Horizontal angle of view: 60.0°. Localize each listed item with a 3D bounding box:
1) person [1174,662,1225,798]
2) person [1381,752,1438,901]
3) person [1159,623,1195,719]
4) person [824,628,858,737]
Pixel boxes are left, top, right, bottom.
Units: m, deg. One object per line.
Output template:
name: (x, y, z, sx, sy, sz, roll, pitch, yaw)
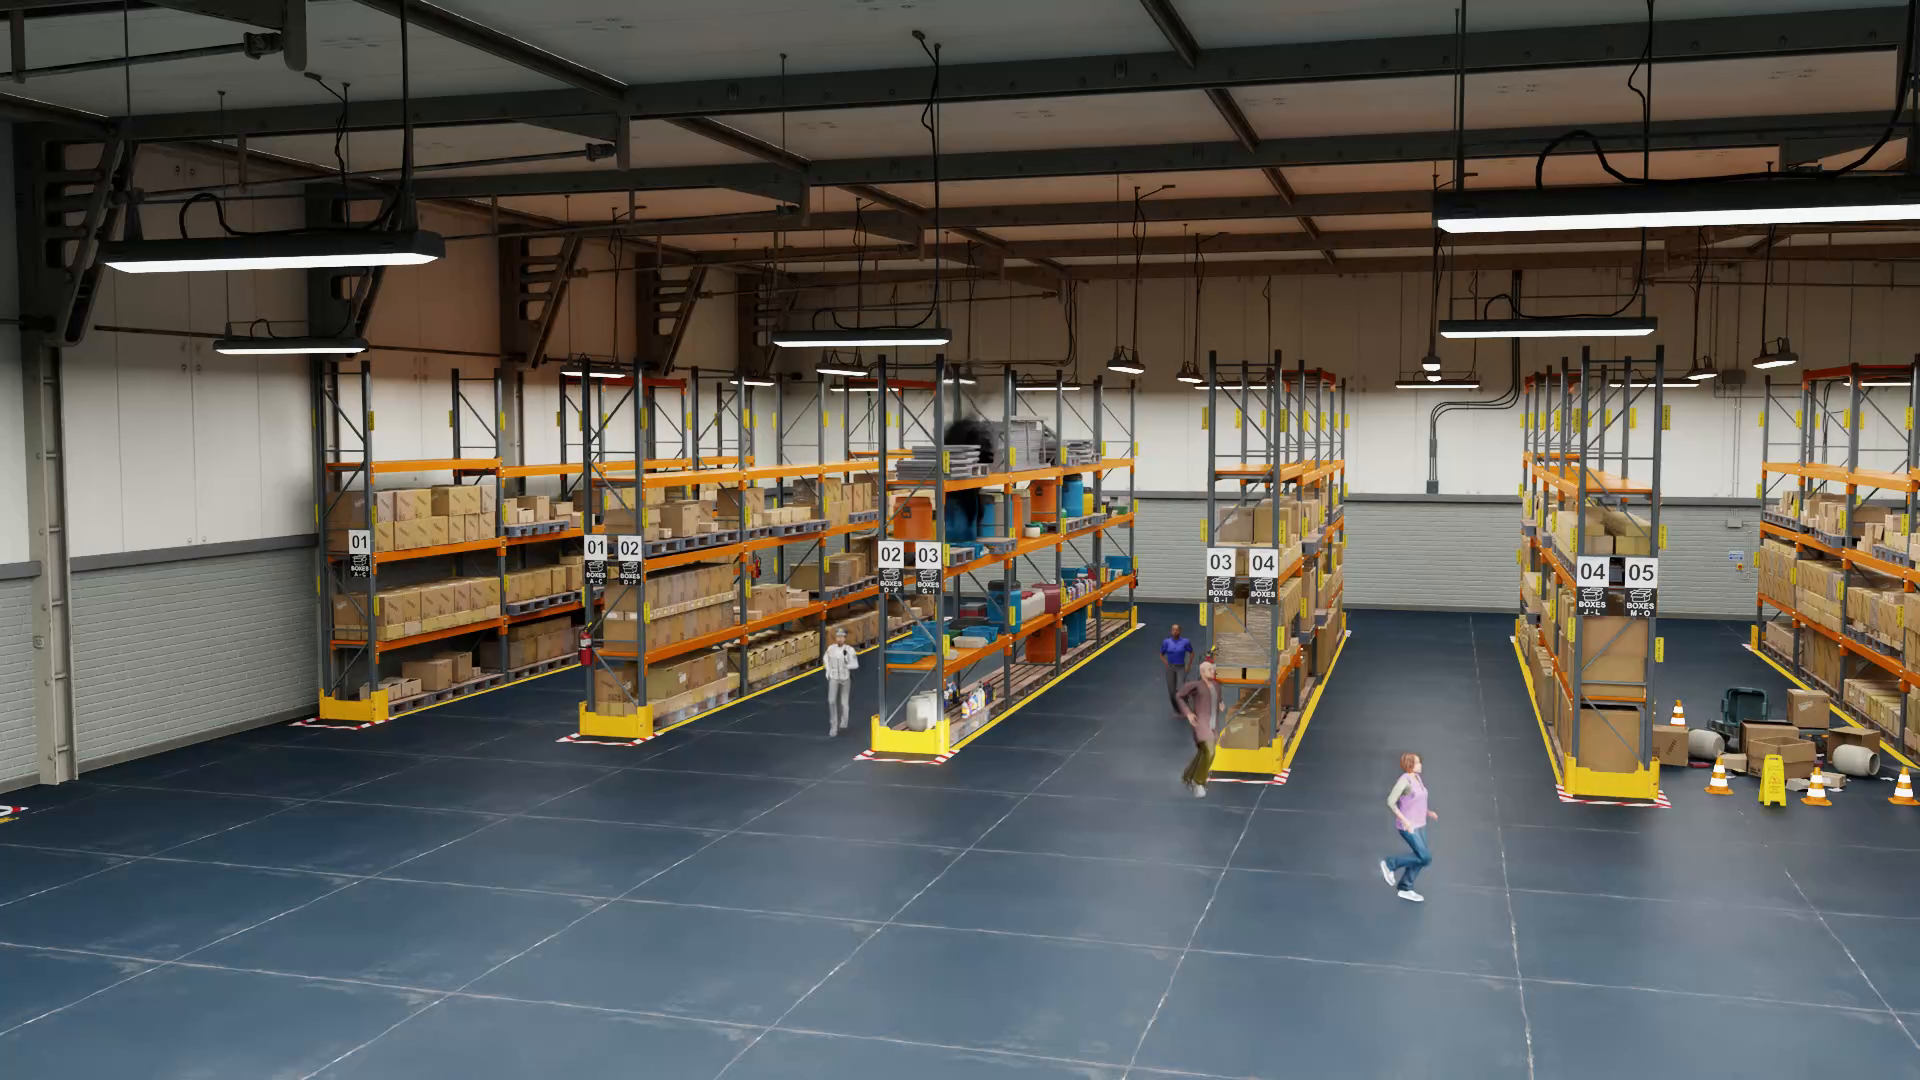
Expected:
person: (3.280, 2.555, 22.373, 0.690, 1.835, 0.692, -4, 6, -44)
person: (4.720, 2.992, 17.369, 0.499, 1.555, 0.536, 3, 5, 38)
person: (3.607, 2.201, 27.809, 0.576, 1.617, 0.573, 1, 4, 15)
person: (-1.912, 2.267, 26.594, 0.592, 1.753, 0.751, 0, 4, 3)
